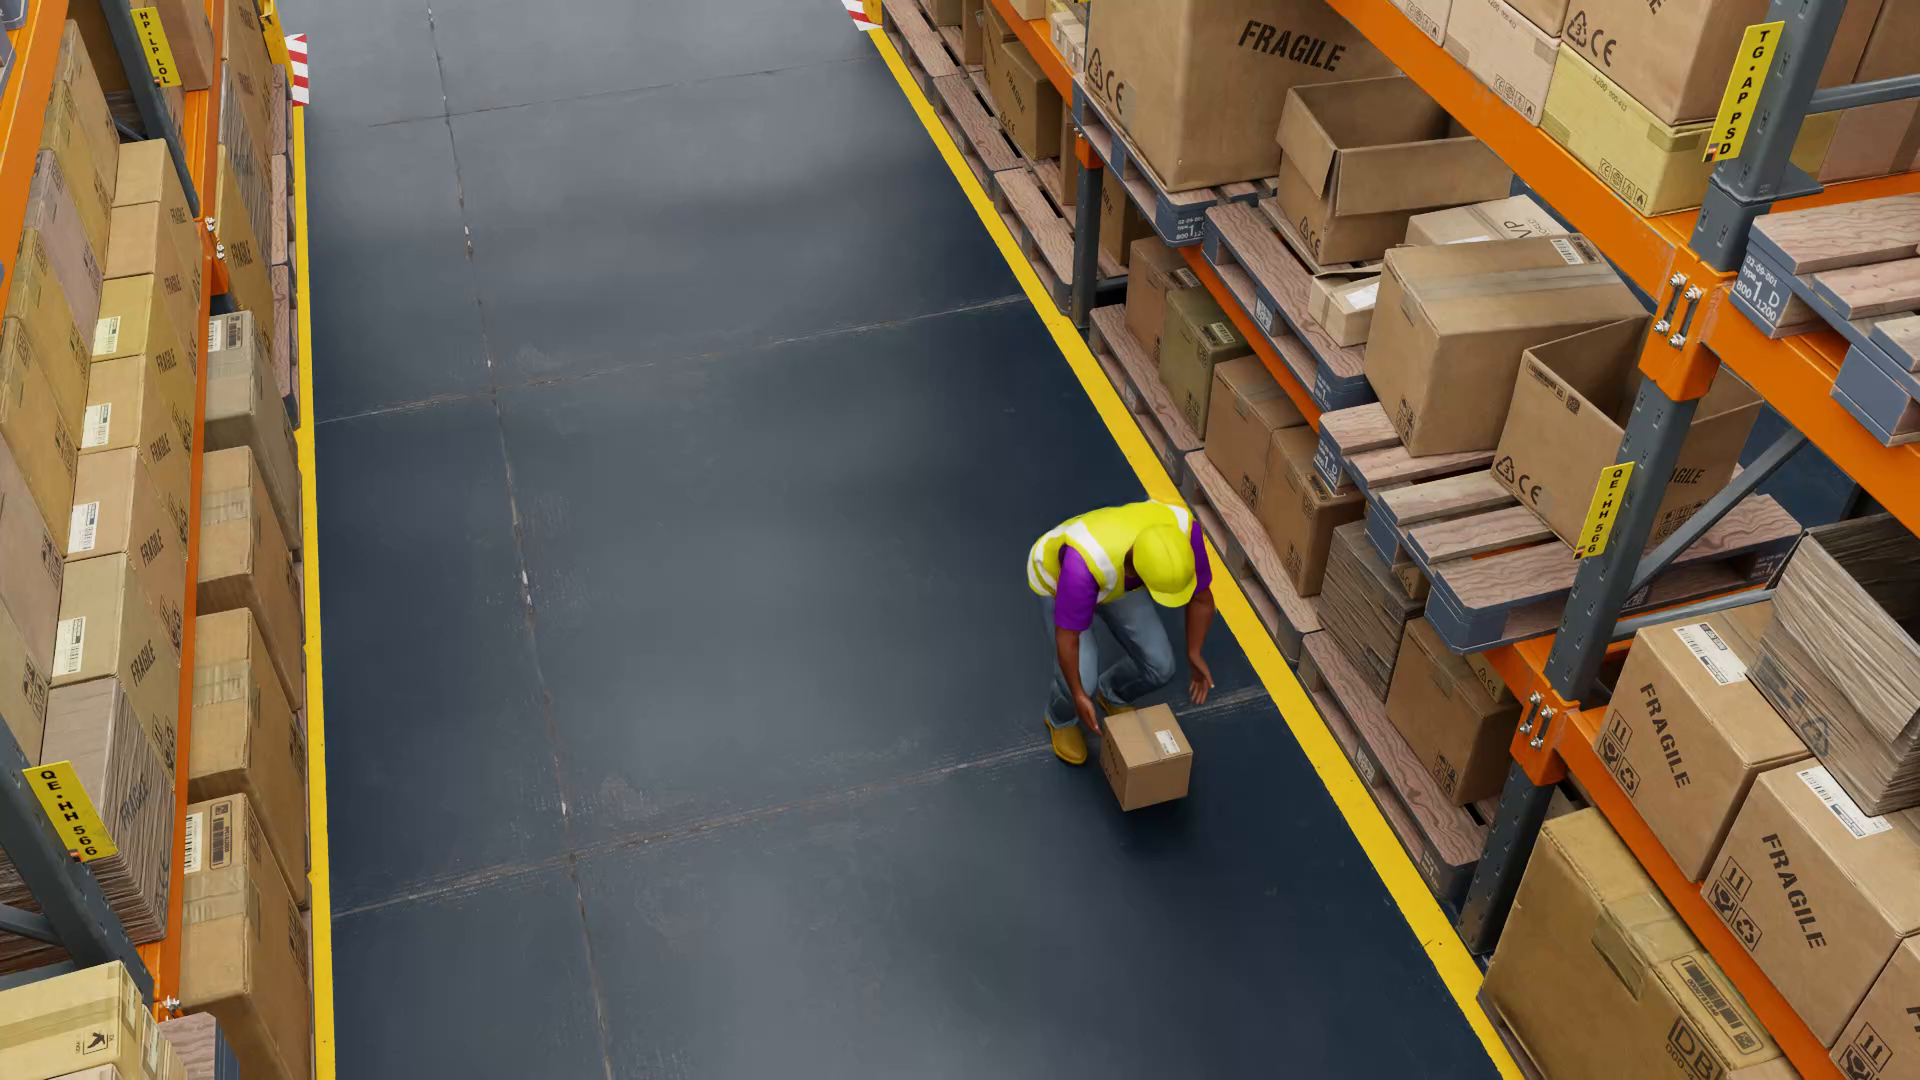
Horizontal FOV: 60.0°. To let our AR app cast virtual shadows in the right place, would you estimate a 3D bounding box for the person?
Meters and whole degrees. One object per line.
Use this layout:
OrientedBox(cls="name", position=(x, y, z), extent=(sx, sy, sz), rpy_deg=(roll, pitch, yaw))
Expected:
OrientedBox(cls="person", position=(0.589, 0.284, 6.164), extent=(0.630, 1.317, 0.802), rpy_deg=(-13, 44, -14))
